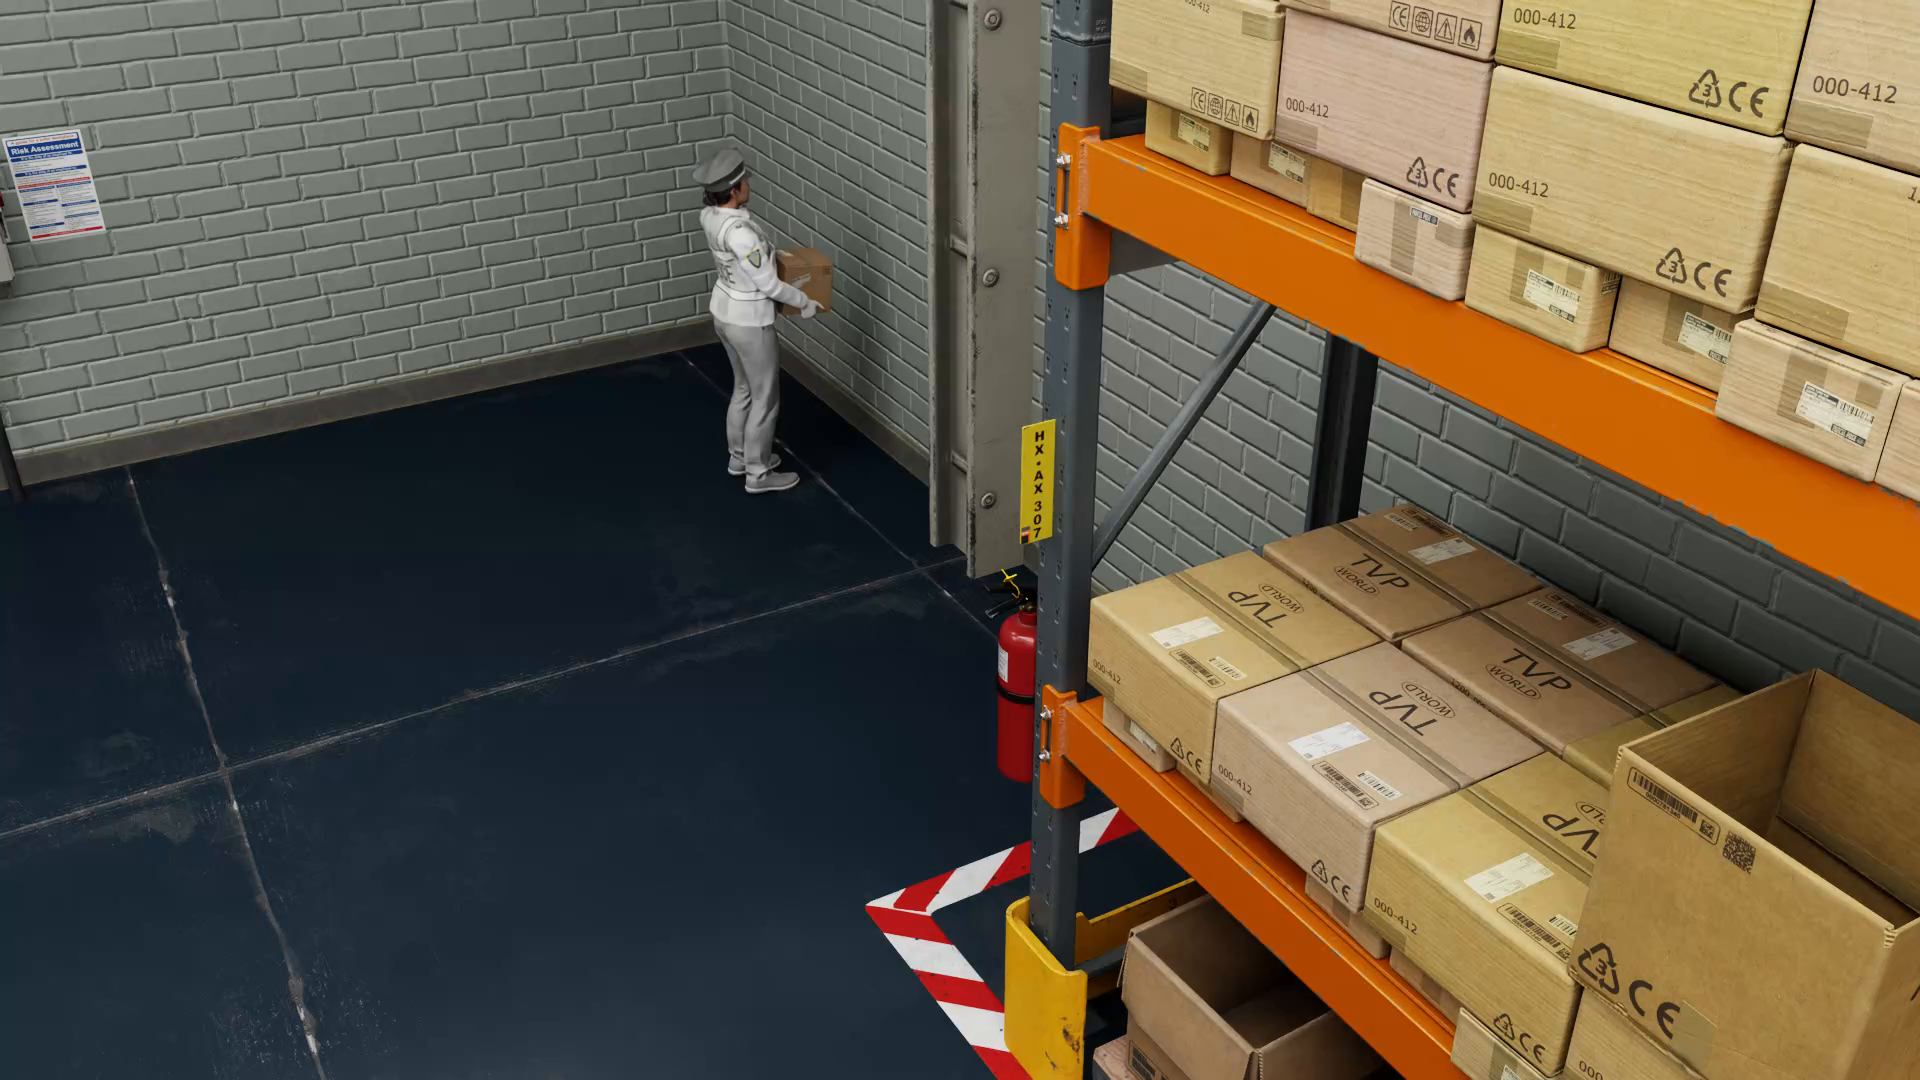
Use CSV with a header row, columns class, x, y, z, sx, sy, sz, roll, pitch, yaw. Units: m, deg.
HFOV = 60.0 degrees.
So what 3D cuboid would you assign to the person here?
class,x,y,z,sx,sy,sz,roll,pitch,yaw
person,-0.955,-1.055,7.993,0.547,1.687,0.459,-15,32,-25
